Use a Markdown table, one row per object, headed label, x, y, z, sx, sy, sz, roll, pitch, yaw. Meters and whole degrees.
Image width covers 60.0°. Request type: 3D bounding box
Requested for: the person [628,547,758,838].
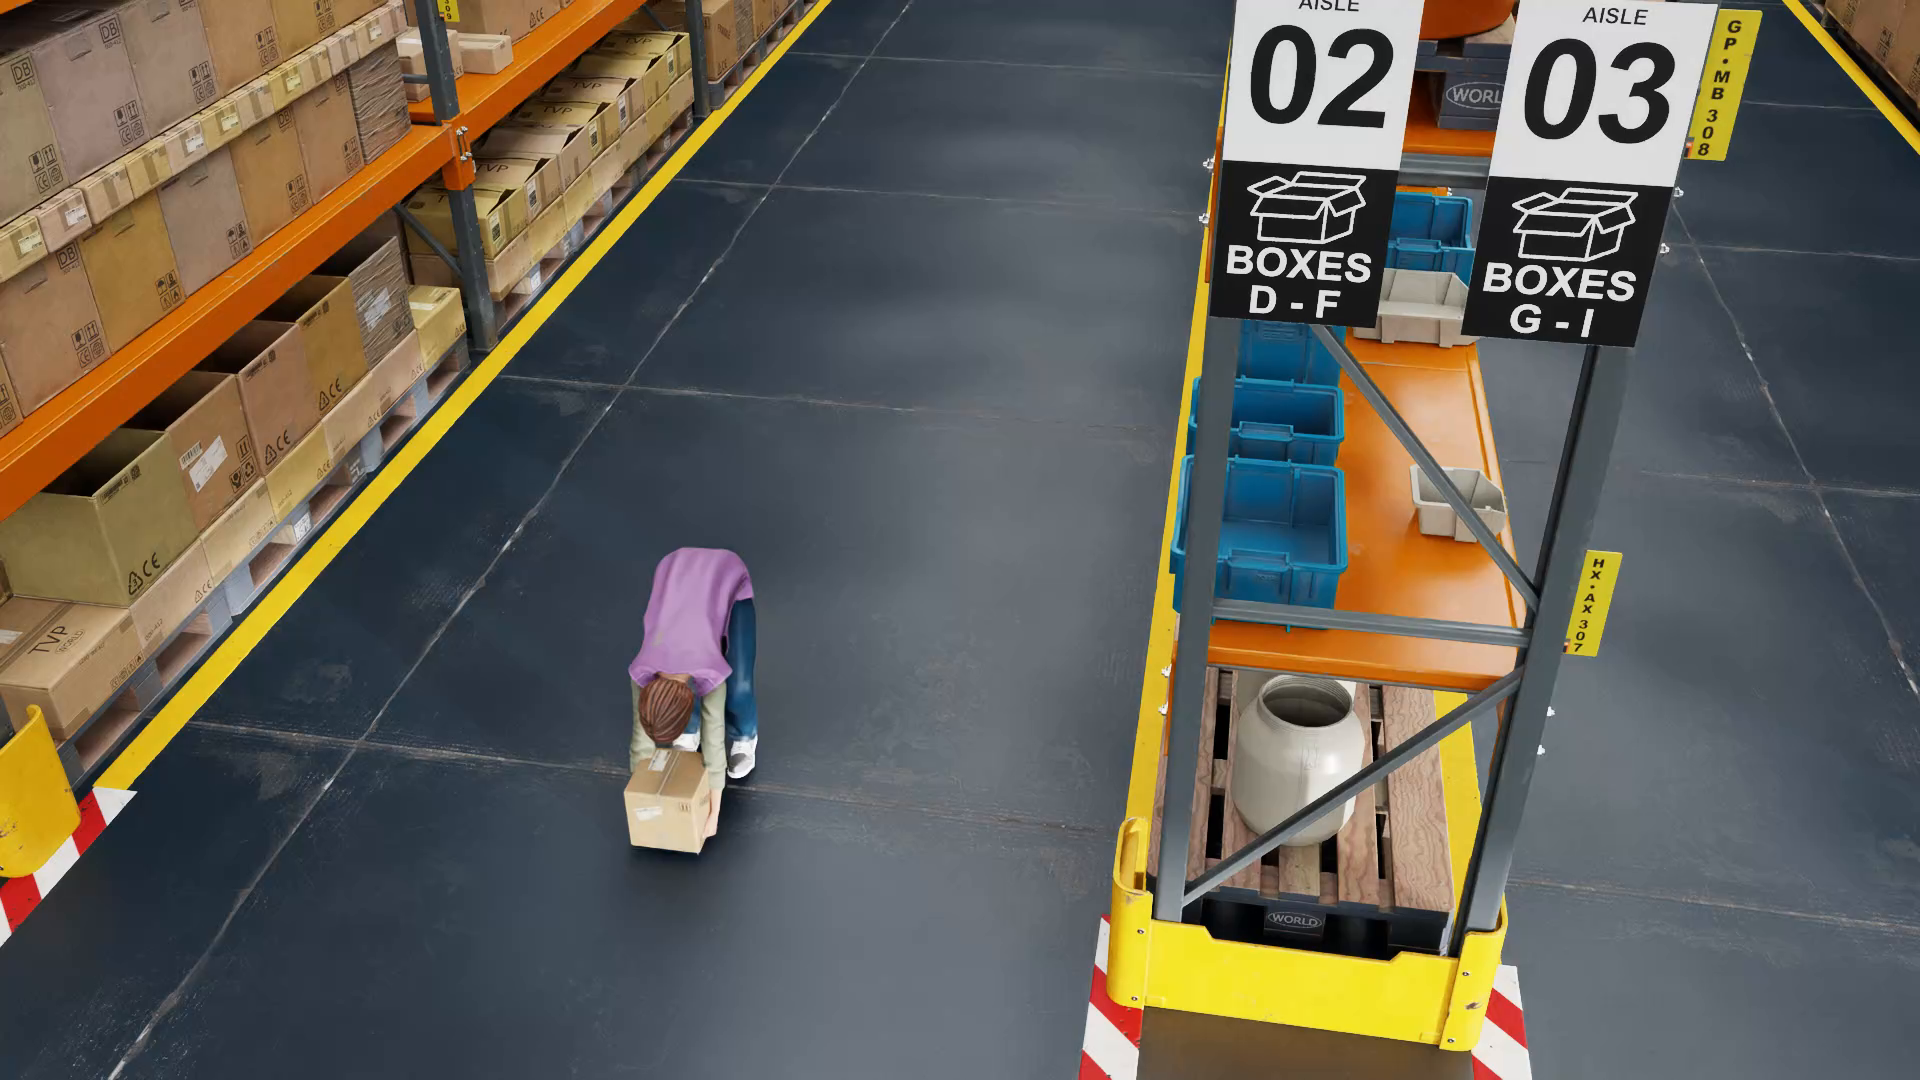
| label | x | y | z | sx | sy | sz | roll | pitch | yaw |
| --- | --- | --- | --- | --- | --- | --- | --- | --- | --- |
| person | -0.955 | 0.534 | 5.986 | 0.424 | 0.873 | 0.853 | 4 | 33 | 6 |
